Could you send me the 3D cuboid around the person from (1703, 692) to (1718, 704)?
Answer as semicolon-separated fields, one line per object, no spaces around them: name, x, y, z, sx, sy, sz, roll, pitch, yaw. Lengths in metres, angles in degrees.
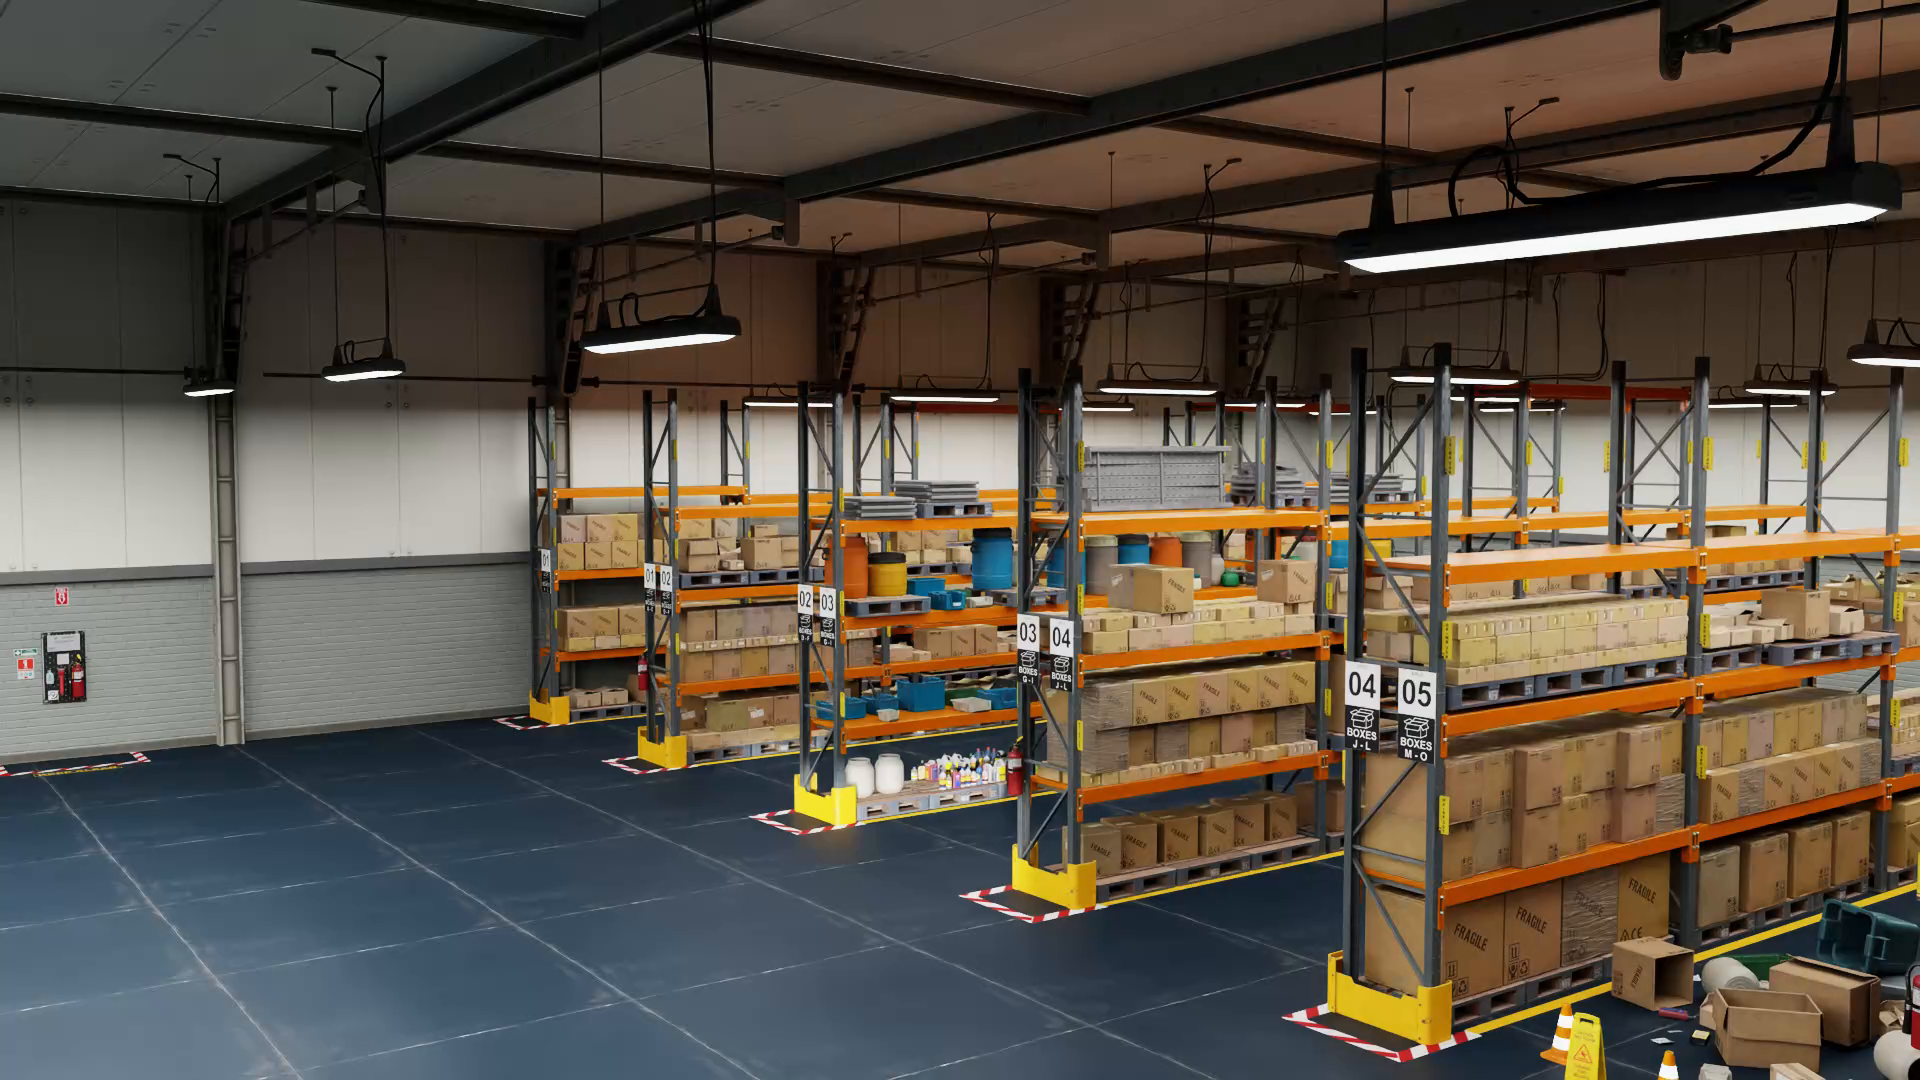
person;10.590;2.930;23.819;0.742;1.690;0.519;1;4;20
